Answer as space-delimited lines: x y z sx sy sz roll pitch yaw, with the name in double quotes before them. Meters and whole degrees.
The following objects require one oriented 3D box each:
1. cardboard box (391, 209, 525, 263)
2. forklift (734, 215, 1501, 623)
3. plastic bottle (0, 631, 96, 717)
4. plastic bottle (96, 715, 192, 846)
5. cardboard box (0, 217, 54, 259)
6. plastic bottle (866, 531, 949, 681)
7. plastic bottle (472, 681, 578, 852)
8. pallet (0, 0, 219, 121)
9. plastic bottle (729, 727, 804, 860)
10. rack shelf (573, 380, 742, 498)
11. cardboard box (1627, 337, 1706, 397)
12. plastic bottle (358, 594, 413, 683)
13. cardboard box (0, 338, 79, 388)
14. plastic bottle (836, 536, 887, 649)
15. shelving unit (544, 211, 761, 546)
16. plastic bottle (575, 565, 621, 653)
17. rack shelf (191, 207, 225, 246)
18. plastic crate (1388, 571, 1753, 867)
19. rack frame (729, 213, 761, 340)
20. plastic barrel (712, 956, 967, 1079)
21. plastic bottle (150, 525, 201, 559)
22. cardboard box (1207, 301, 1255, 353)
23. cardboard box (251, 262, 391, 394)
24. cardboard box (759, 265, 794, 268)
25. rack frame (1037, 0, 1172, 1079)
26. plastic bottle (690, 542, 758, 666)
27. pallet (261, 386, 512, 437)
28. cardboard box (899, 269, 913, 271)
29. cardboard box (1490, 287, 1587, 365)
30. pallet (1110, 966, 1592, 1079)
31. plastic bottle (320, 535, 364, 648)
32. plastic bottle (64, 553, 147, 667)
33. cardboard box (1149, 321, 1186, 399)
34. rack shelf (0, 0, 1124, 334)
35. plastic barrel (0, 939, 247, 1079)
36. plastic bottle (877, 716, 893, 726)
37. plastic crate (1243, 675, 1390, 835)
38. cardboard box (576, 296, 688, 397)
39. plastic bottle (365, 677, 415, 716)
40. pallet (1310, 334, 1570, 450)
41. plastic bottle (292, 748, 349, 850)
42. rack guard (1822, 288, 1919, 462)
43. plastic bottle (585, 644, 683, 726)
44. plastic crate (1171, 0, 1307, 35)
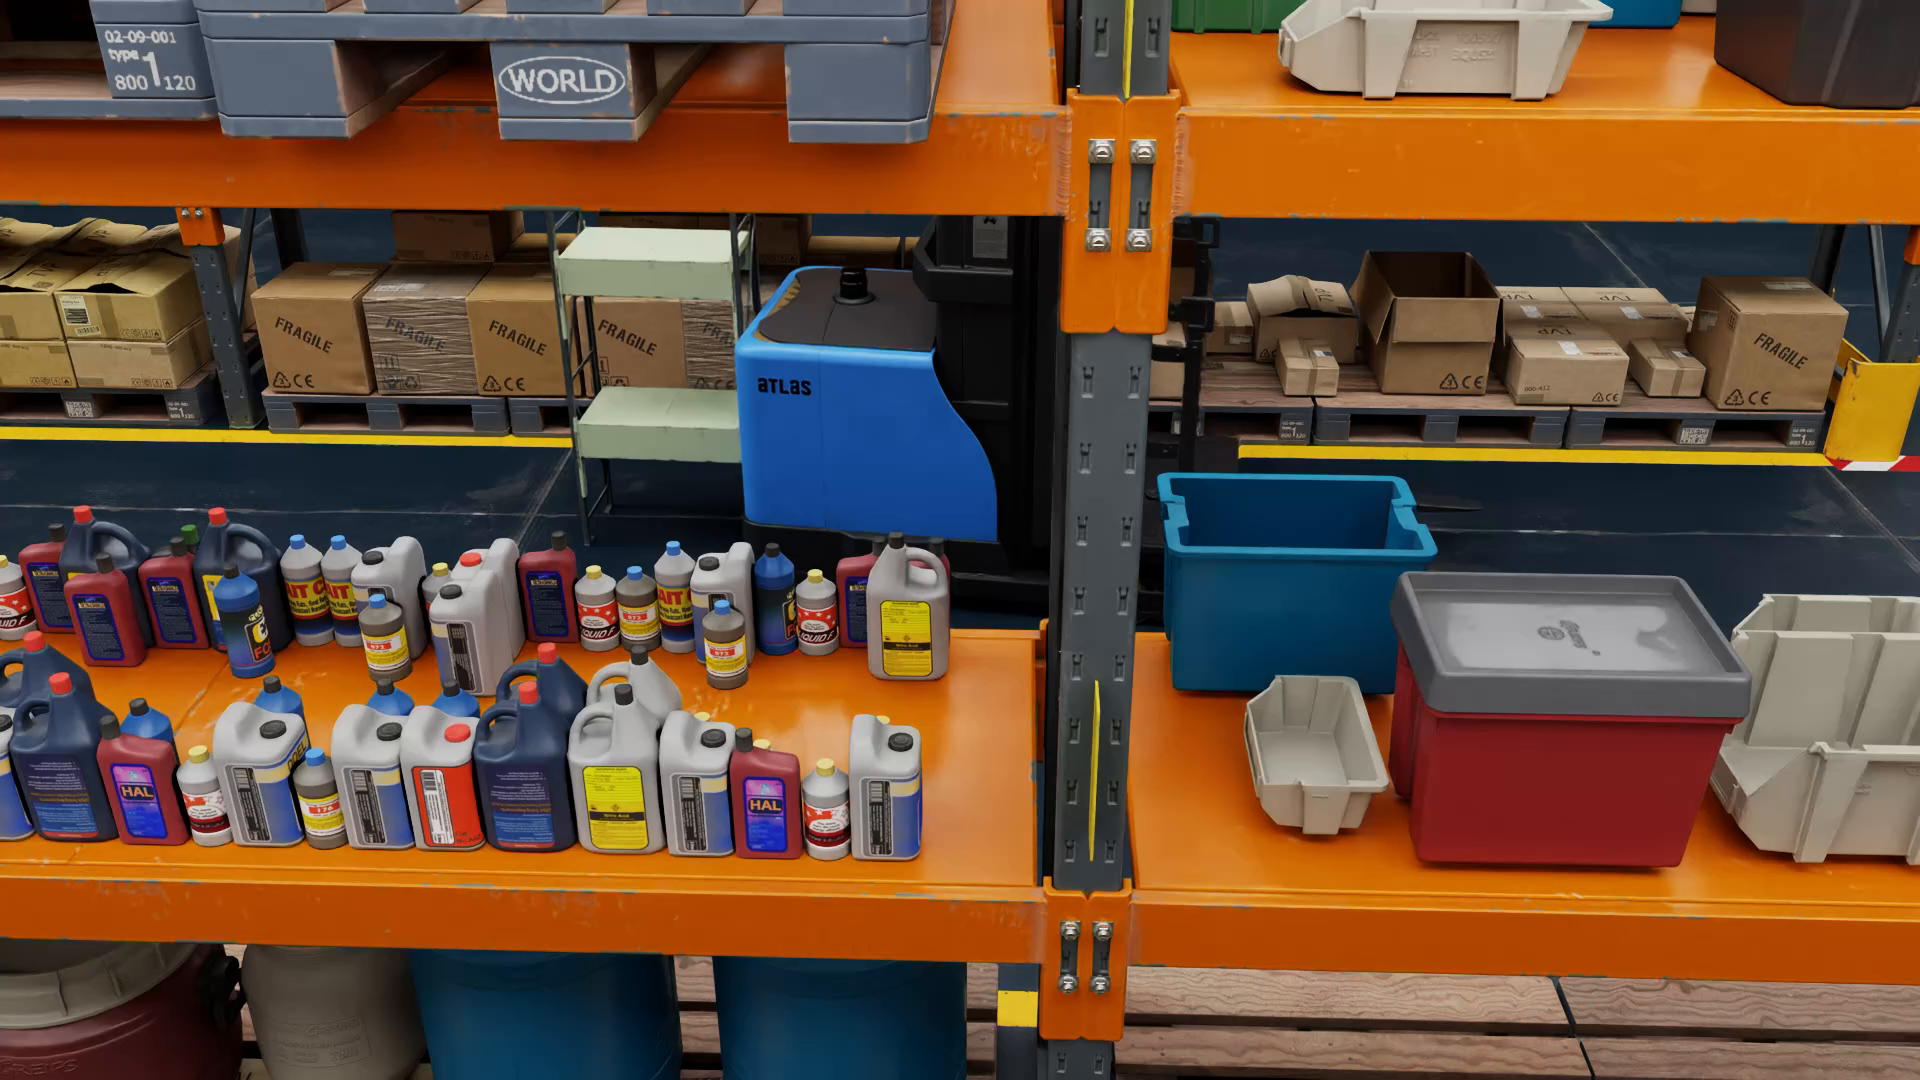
"cardboard box" -2.559 -1.622 8.506 0.500 0.250 0.500 2 28 4
"forklift" 0.674 -1.215 6.412 3.031 2.935 1.130 4 28 8
"plastic bottle" -1.899 0.347 3.445 0.185 0.351 0.144 1 28 2
"plastic bottle" -1.613 0.473 3.281 0.133 0.283 0.061 1 28 2
"cardboard box" -5.106 -1.484 8.736 0.500 0.311 0.500 0 28 0
"plastic bottle" -0.120 0.143 3.831 0.185 0.351 0.144 1 28 2
"plastic bottle" -0.854 0.436 3.278 0.185 0.351 0.144 1 28 2
"pallet" -1.660 -0.947 2.834 1.213 0.211 1.003 1 28 2
"plastic bottle" -0.377 0.493 3.242 0.133 0.283 0.061 1 28 2
"rack shelf" -1.234 -0.427 7.150 0.720 0.370 0.431 2 28 4
"cardboard box" 3.483 -0.858 8.222 0.250 0.166 0.380 1 28 2
"plastic bottle" -1.331 0.220 3.844 0.097 0.201 0.097 0 28 0
"cardboard box" -4.608 -0.978 8.379 0.500 0.250 0.500 1 28 1
"plastic bottle" -0.224 0.123 3.941 0.133 0.283 0.061 1 28 2
"shelving unit" -1.234 -0.715 6.997 0.755 1.500 0.431 2 28 4
"plastic bottle" -0.864 0.157 3.964 0.097 0.201 0.097 0 28 0
"rack shelf" -1.559 -1.755 8.125 4.000 0.370 1.077 1 28 2
"plastic crate" 1.144 0.356 3.243 0.583 0.464 0.402 1 28 2
"rack frame" -0.869 -0.701 6.970 0.023 1.500 0.400 2 28 4
"plastic barrel" -0.282 1.004 3.946 0.708 0.901 0.600 1 28 2
"plastic bottle" -1.857 0.096 3.992 0.133 0.283 0.061 1 28 2
"cardboard box" 1.396 -1.119 8.733 0.250 0.149 0.380 1 28 2
"cardboard box" -3.113 -1.054 8.235 0.500 0.500 0.500 2 28 4
"cardboard box" -1.068 -1.267 8.636 0.500 0.500 0.500 1 28 2
"rack frame" 0.261 0.279 3.521 0.127 3.000 1.000 1 28 2
"plastic bottle" -0.554 0.142 3.912 0.135 0.276 0.152 1 28 2
"pallet" -2.813 -0.843 8.616 1.213 0.211 1.003 1 28 2
"cardboard box" -0.064 -1.003 8.139 0.500 0.500 0.500 1 28 2
"cardboard box" 2.904 -1.111 8.609 0.500 0.250 0.500 1 28 2
"pallet" 0.997 1.505 4.185 1.213 0.211 1.003 1 28 2
"plastic bottle" -1.460 0.116 3.966 0.097 0.271 0.097 0 28 0
"plastic bottle" -1.996 0.161 3.868 0.133 0.283 0.061 1 28 2
"cardboard box" 0.851 -0.938 8.217 0.500 0.311 0.500 1 28 2
"rack shelf" -1.738 -0.761 3.049 4.000 0.370 1.077 1 28 2
"plastic barrel" -2.119 1.112 4.077 0.708 0.588 0.600 1 28 2
"plastic bottle" -0.159 0.453 3.405 0.097 0.201 0.097 0 28 0
"plastic crate" 0.721 0.444 3.428 0.243 0.136 0.396 1 28 2
"cardboard box" -1.567 -1.031 8.192 0.500 0.500 0.500 0 28 0
"plastic bottle" -1.162 0.405 3.420 0.097 0.271 0.097 0 28 0
"pallet" 2.348 -0.777 8.490 1.213 0.211 1.003 1 28 2
"plastic bottle" -1.265 0.506 3.305 0.097 0.201 0.097 0 28 0
"rack guard" 4.361 -0.870 8.358 0.348 0.500 1.175 1 28 2
"plastic bottle" -0.664 0.371 3.400 0.185 0.351 0.144 1 28 2
"plastic crate" 0.695 -1.087 3.122 0.662 0.188 0.450 1 28 2
